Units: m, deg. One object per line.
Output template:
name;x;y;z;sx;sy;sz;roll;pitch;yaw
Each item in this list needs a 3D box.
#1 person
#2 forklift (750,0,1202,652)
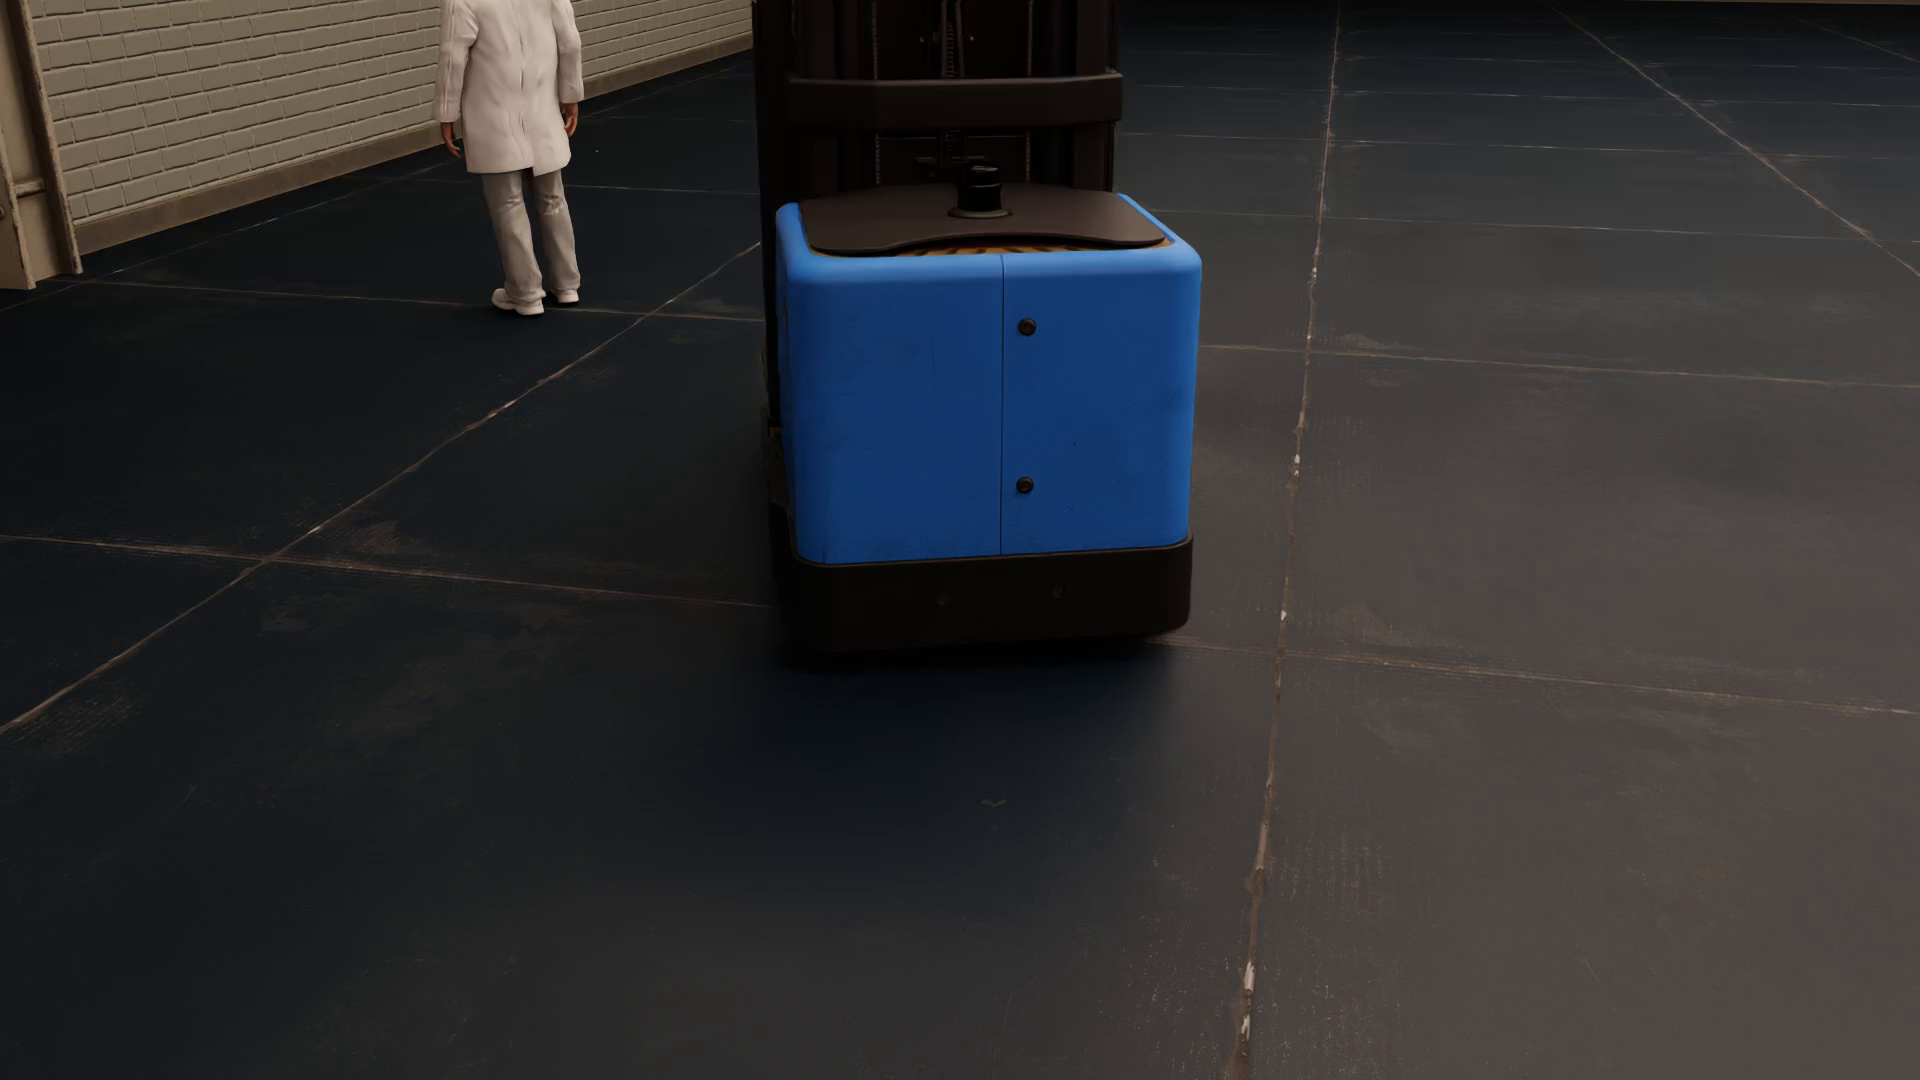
person;-2.042;-1.908;7.457;0.694;1.775;0.581;-14;26;-31
forklift;-0.108;-1.591;5.168;1.130;2.935;3.031;-3;22;-7
